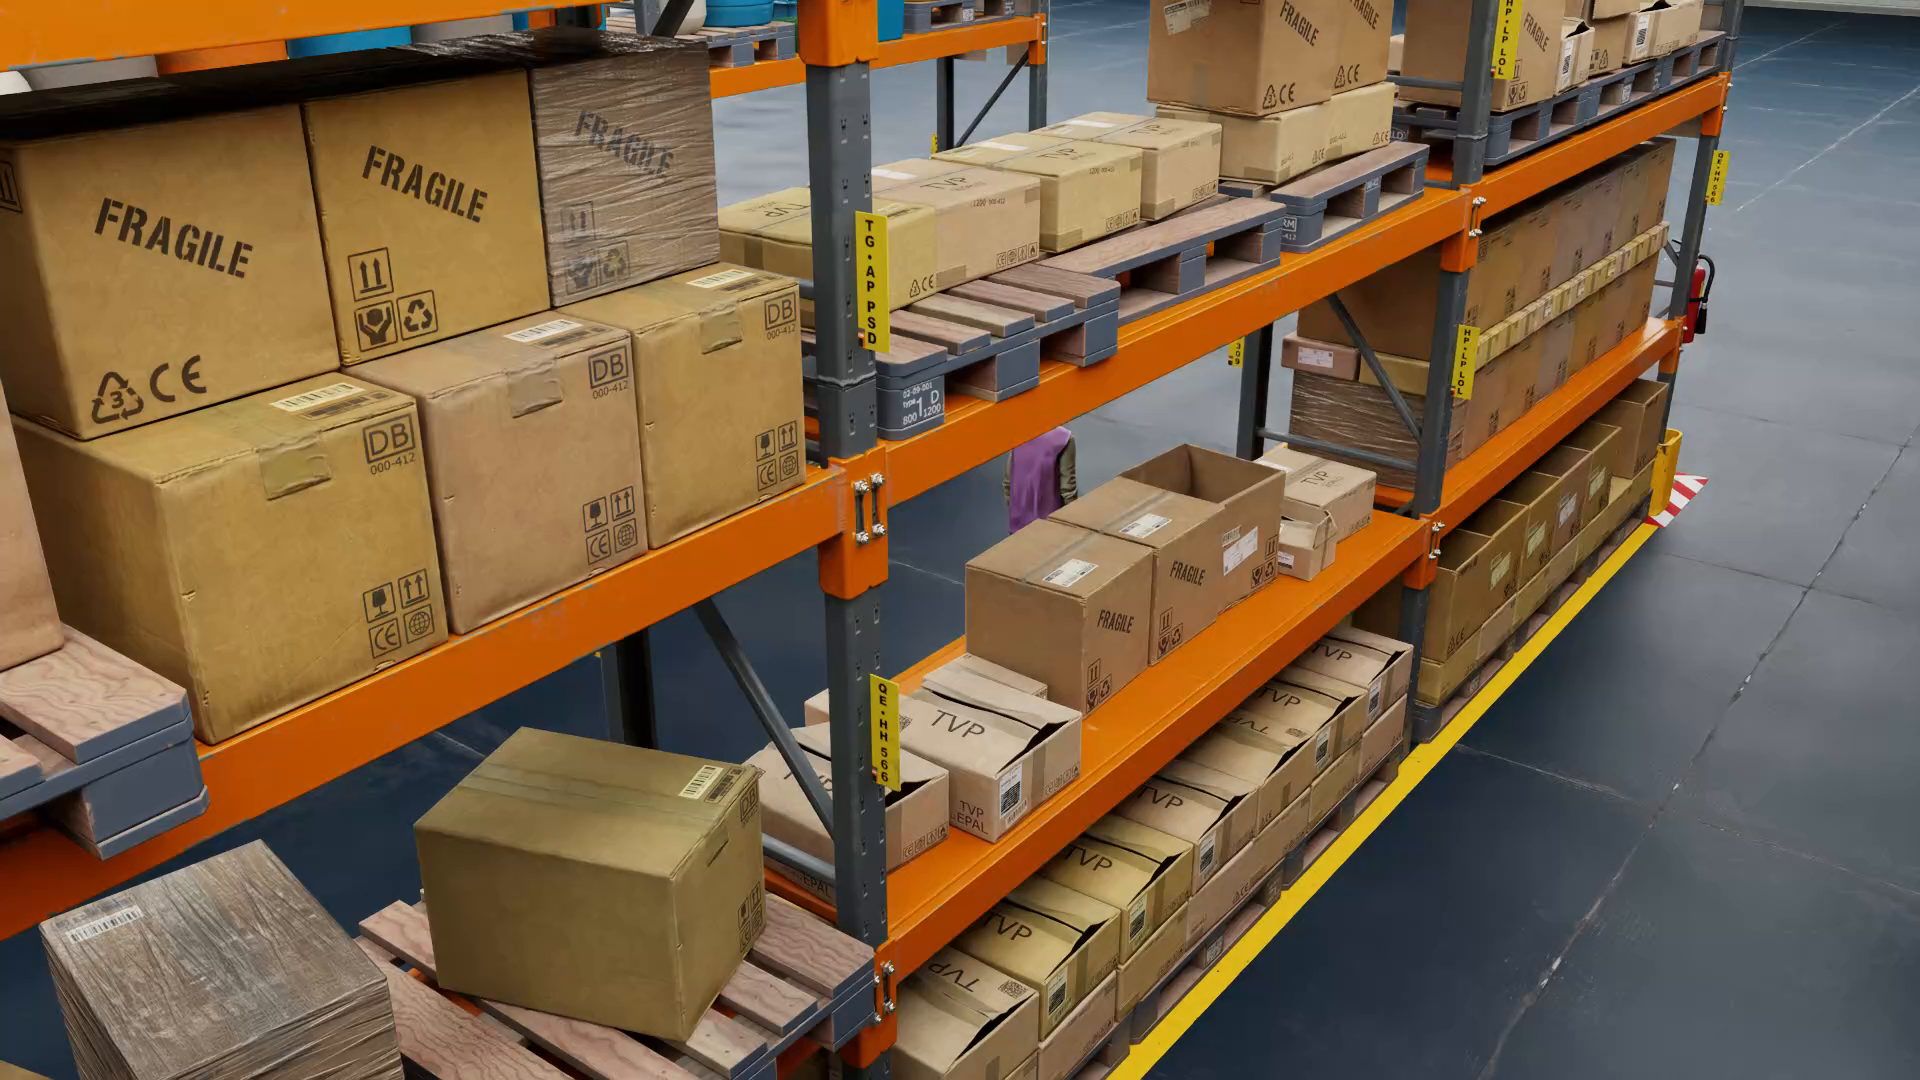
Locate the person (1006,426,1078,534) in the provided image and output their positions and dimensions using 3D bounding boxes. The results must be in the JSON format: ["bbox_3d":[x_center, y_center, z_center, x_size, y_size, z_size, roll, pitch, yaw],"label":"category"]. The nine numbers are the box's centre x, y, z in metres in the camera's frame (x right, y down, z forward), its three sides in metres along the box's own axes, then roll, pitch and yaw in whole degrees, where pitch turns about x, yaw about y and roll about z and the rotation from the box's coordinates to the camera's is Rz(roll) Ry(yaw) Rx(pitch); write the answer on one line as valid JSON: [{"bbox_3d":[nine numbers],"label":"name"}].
[{"bbox_3d":[0.448,-0.072,8.777,0.459,1.593,0.348,19,30,36],"label":"person"}]
